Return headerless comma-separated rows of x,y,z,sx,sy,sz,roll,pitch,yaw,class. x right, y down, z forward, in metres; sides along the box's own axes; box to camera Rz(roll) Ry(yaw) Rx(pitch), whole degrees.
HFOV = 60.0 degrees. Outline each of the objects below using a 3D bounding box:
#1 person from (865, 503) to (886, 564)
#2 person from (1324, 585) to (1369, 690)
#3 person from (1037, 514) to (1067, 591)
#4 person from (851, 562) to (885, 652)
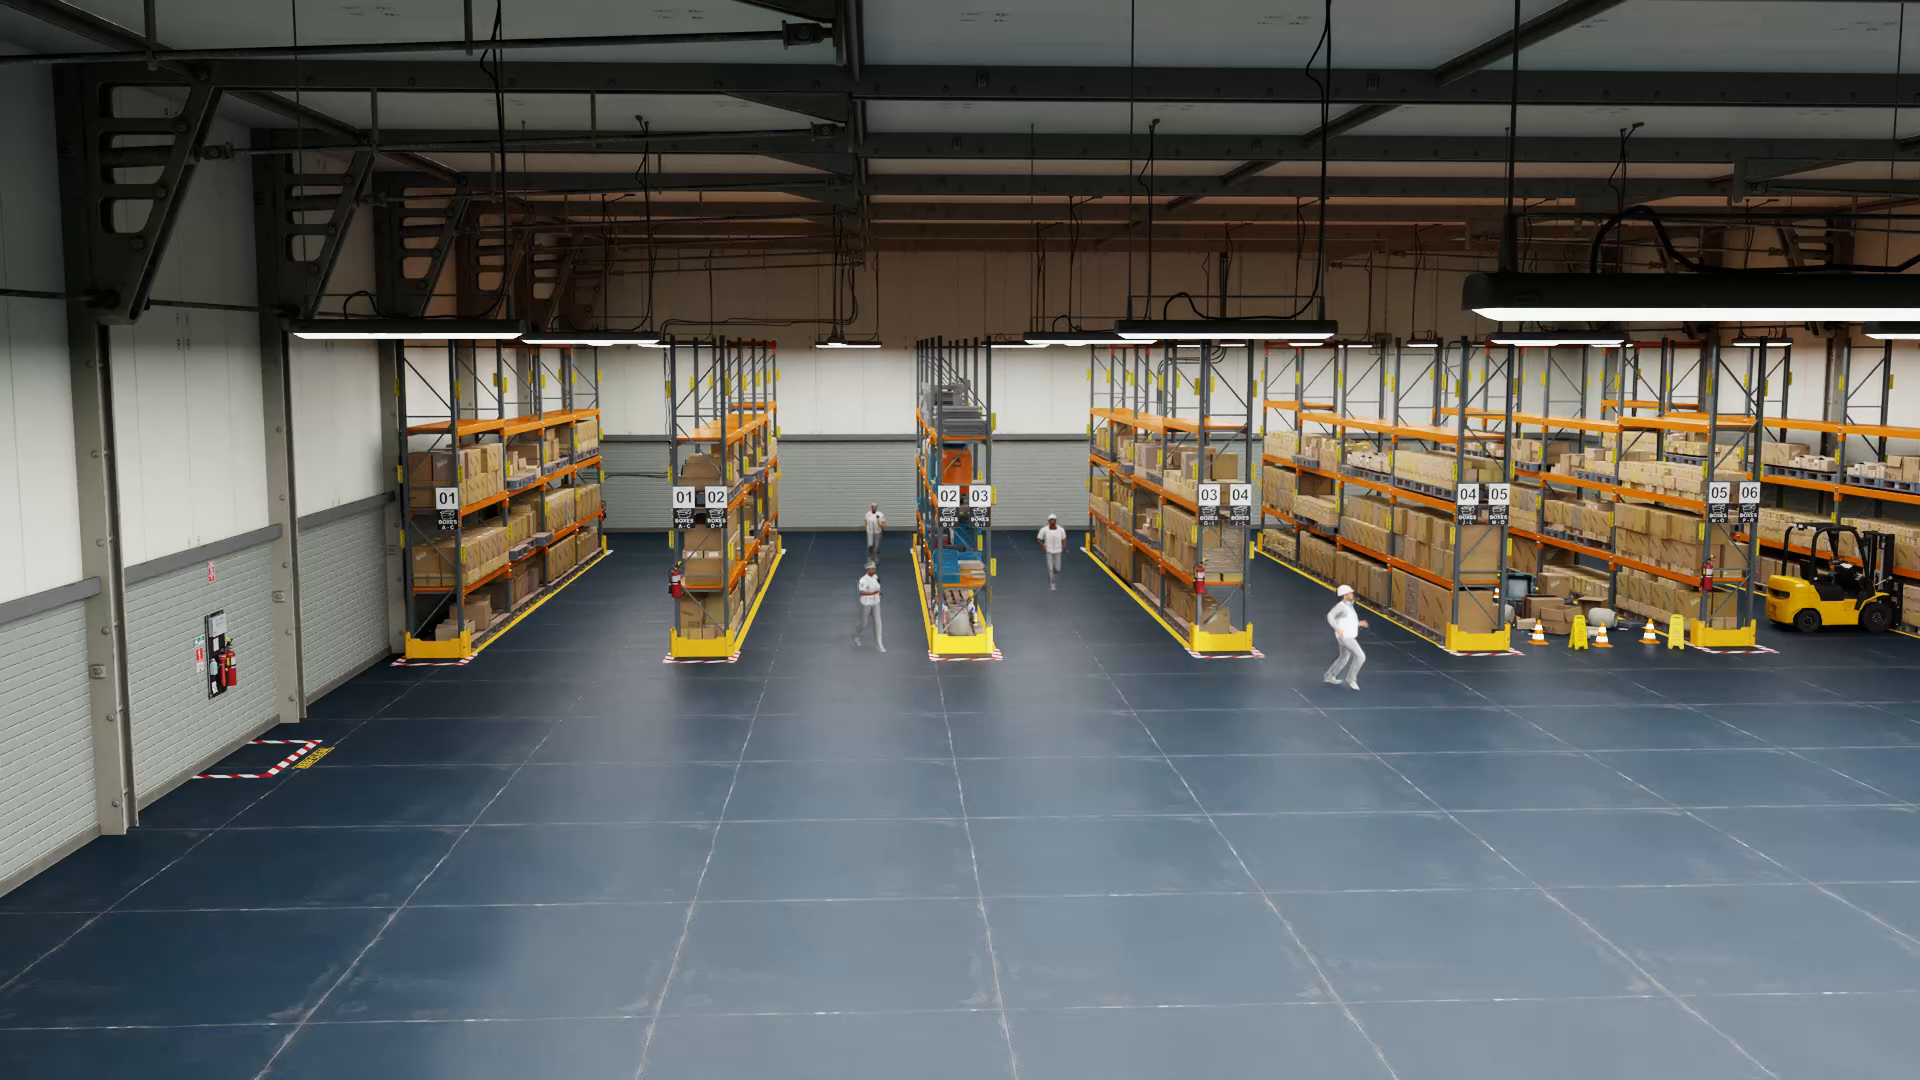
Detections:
-2.274,-0.156,44.634,0.595,1.704,0.730,0,6,2,person
6.561,1.662,28.270,0.737,1.796,0.662,3,7,23,person
2.102,0.269,37.979,0.702,1.738,0.598,-1,7,-8,person
-1.748,1.244,31.858,0.566,1.699,0.929,-5,8,-39,person
